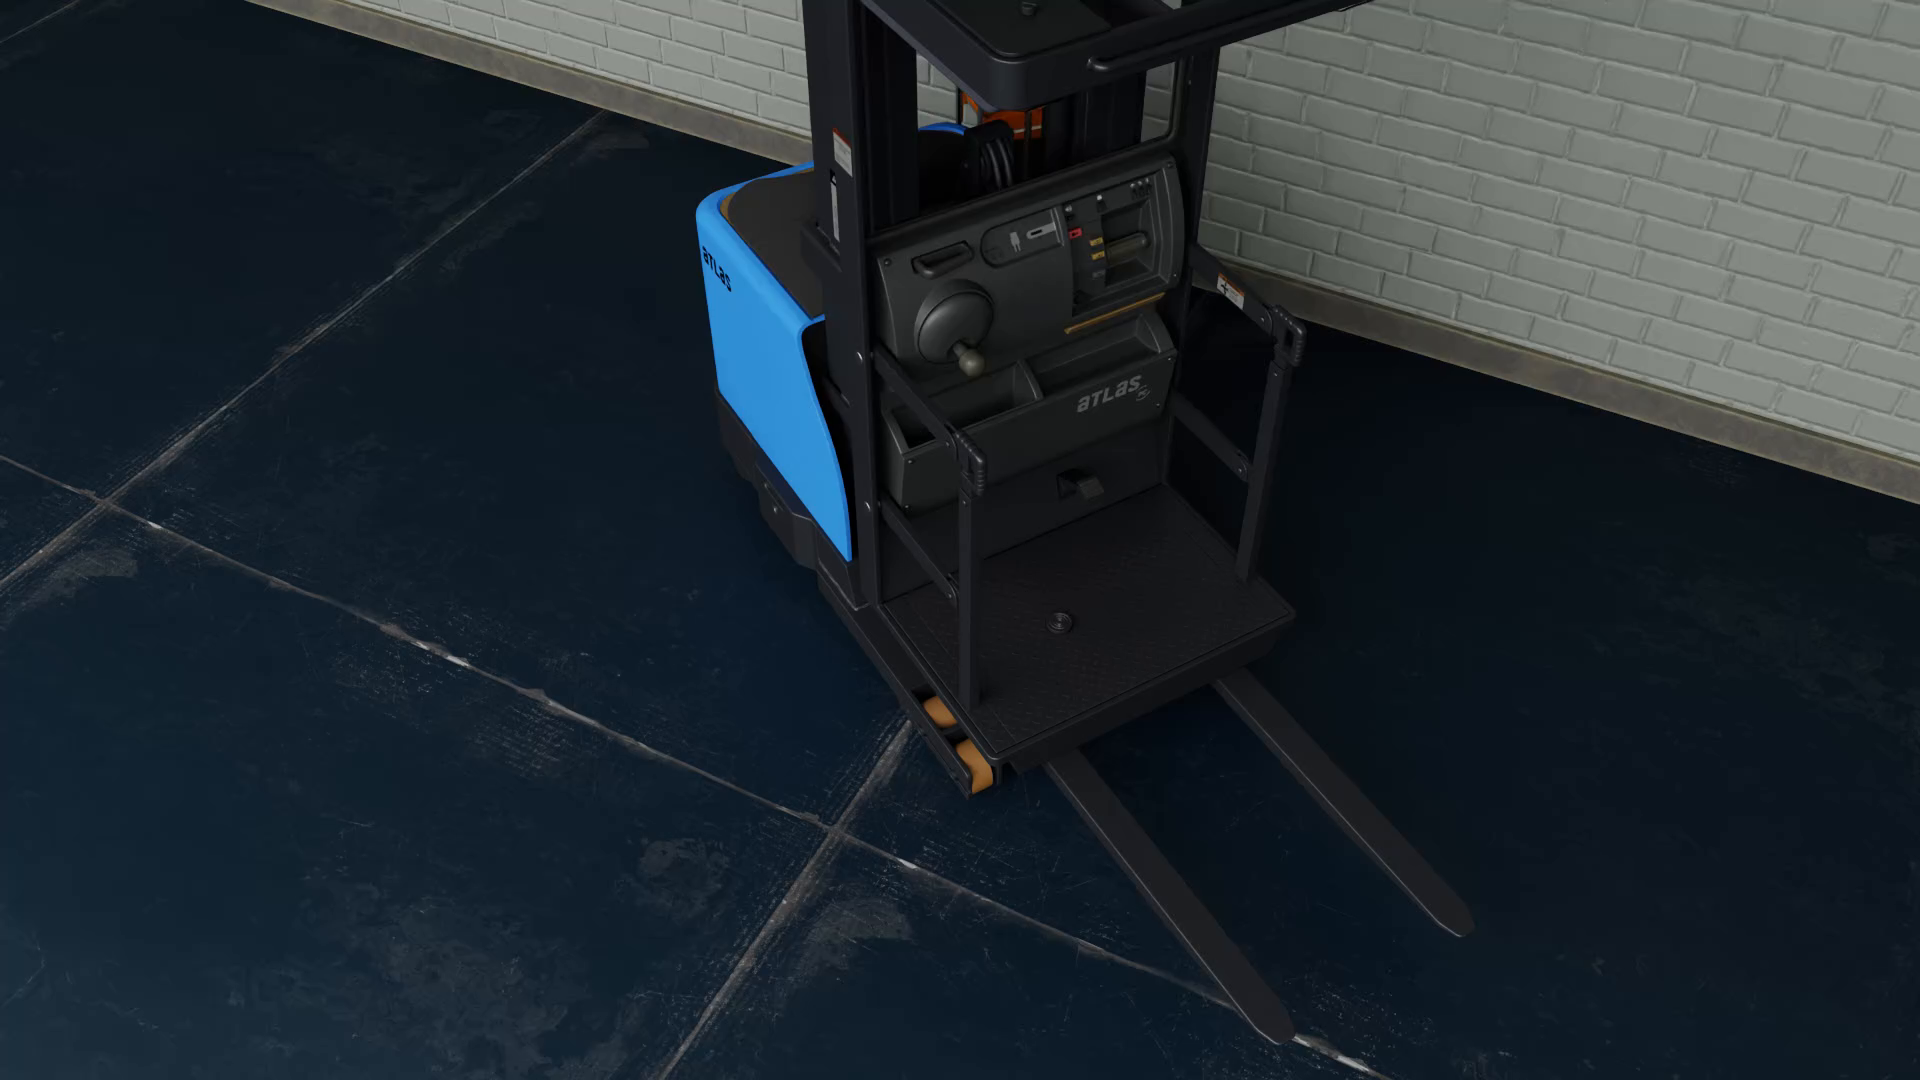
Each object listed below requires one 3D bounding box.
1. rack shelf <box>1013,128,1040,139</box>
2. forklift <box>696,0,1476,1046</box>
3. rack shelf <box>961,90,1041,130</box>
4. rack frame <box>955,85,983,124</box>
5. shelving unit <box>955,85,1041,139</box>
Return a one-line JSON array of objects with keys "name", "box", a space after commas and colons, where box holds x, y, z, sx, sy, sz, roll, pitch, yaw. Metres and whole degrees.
[{"name": "rack shelf", "box": [0.259, -1.366, 6.037, 0.480, 0.148, 0.258, -15, 47, -14]}, {"name": "forklift", "box": [0.316, -0.649, 4.331, 1.130, 2.935, 3.031, -23, 50, -21]}, {"name": "rack shelf", "box": [0.259, -1.532, 5.868, 0.480, 0.148, 0.258, -15, 47, -14]}, {"name": "rack frame", "box": [0.030, -1.196, 6.089, 0.015, 1.200, 0.240, -15, 47, -14]}, {"name": "shelving unit", "box": [0.259, -1.256, 6.148, 0.503, 1.200, 0.258, -15, 47, -14]}]
